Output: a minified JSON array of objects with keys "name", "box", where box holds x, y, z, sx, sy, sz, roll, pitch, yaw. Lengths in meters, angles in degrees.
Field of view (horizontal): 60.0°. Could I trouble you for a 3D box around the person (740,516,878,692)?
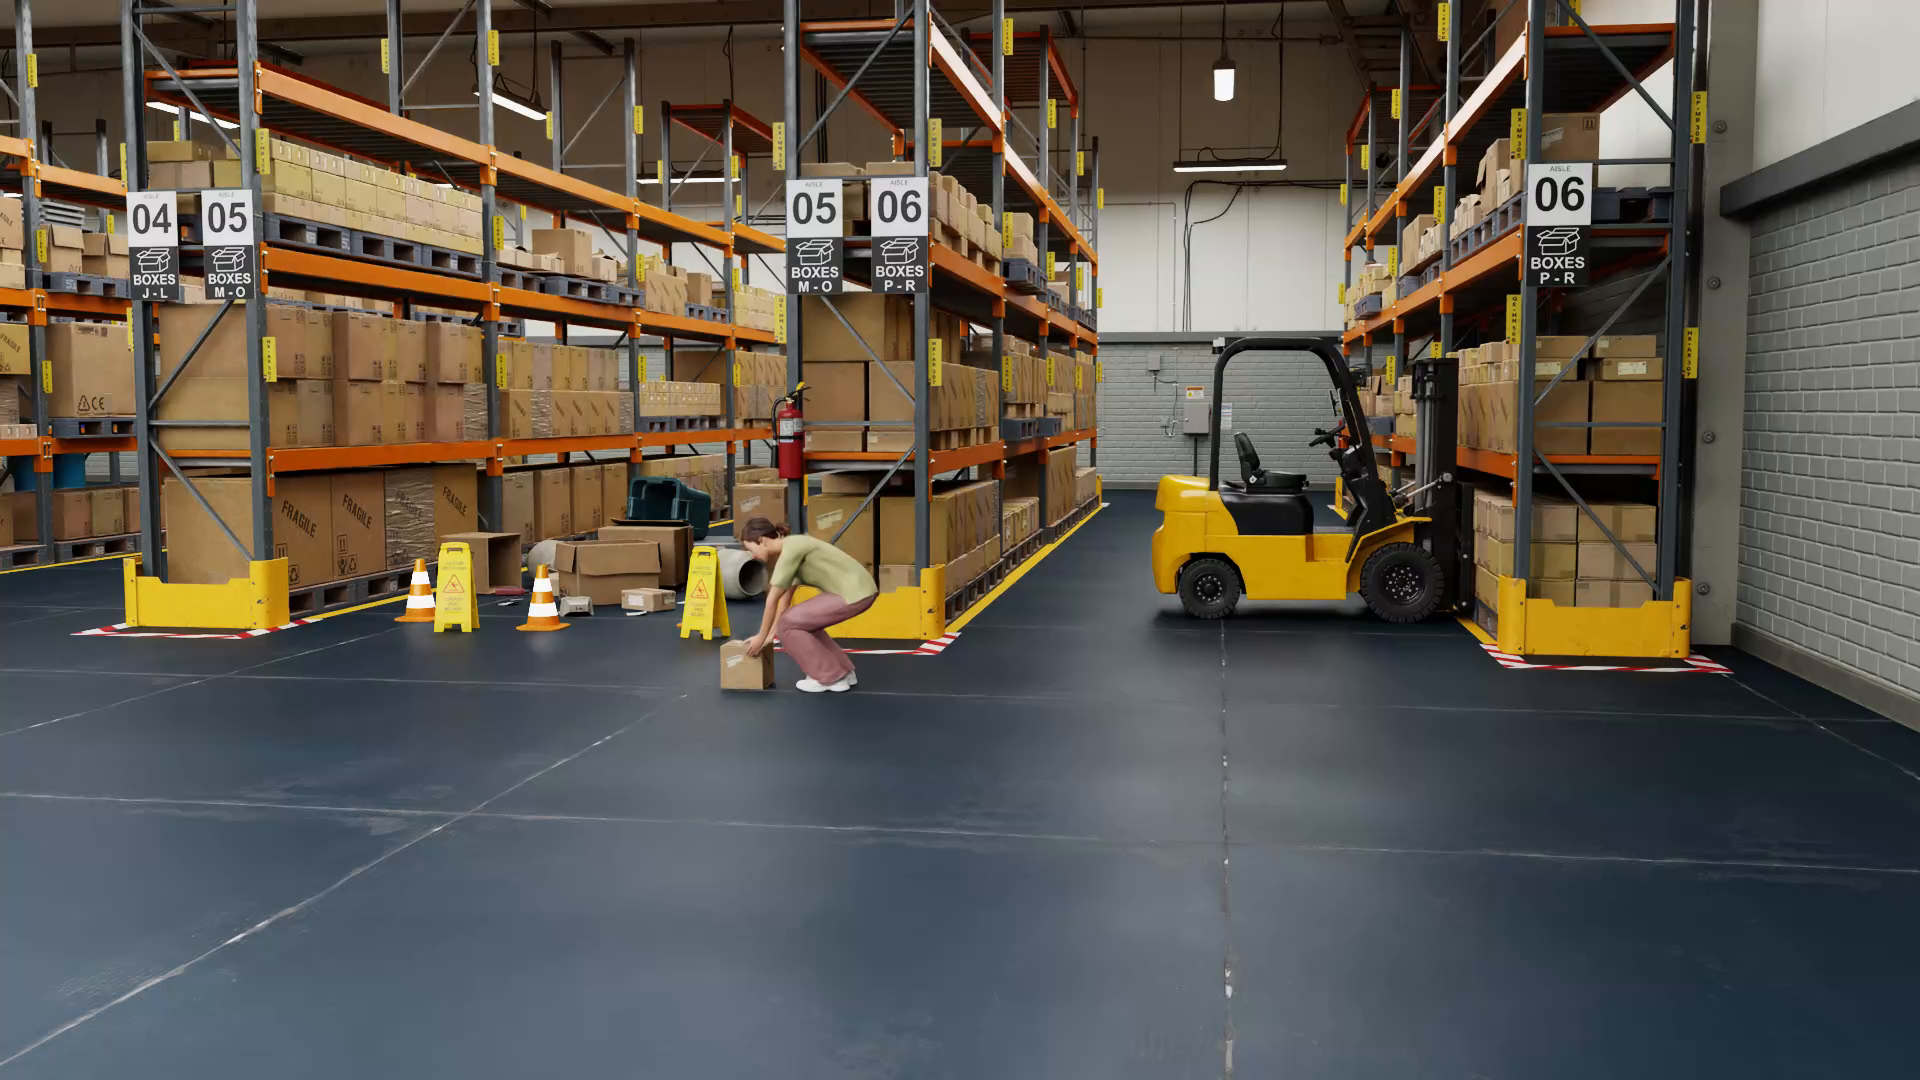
[{"name":"person","box":[-0.873,0.363,9.582,0.783,0.998,0.496,1,5,9]}]
